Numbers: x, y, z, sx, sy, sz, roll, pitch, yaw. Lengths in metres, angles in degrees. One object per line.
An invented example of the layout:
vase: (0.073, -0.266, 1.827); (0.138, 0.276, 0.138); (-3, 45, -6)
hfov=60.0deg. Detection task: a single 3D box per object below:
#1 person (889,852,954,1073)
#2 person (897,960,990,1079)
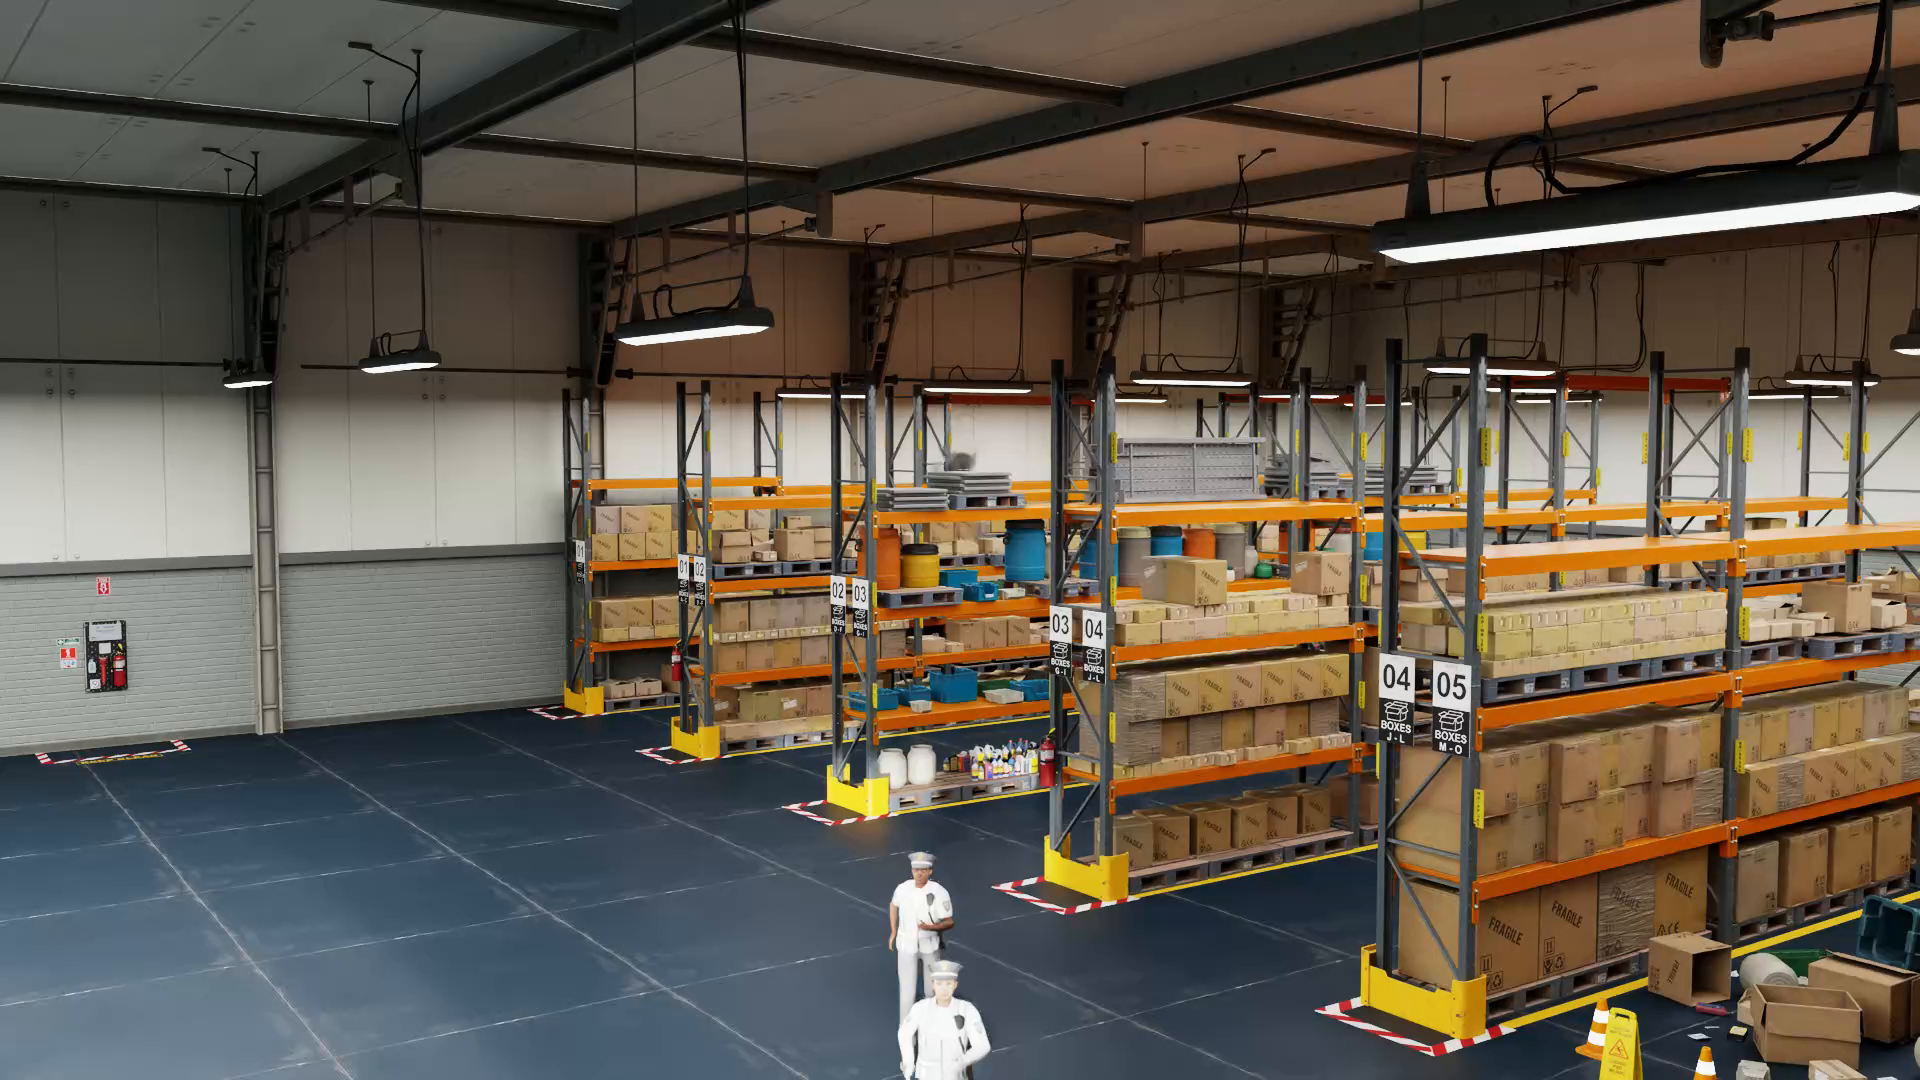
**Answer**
person: (-0.325, 3.420, 13.783); (0.562, 1.729, 0.863); (0, 4, 4)
person: (-0.117, 3.610, 11.084); (0.613, 1.667, 0.815); (0, 4, 0)
